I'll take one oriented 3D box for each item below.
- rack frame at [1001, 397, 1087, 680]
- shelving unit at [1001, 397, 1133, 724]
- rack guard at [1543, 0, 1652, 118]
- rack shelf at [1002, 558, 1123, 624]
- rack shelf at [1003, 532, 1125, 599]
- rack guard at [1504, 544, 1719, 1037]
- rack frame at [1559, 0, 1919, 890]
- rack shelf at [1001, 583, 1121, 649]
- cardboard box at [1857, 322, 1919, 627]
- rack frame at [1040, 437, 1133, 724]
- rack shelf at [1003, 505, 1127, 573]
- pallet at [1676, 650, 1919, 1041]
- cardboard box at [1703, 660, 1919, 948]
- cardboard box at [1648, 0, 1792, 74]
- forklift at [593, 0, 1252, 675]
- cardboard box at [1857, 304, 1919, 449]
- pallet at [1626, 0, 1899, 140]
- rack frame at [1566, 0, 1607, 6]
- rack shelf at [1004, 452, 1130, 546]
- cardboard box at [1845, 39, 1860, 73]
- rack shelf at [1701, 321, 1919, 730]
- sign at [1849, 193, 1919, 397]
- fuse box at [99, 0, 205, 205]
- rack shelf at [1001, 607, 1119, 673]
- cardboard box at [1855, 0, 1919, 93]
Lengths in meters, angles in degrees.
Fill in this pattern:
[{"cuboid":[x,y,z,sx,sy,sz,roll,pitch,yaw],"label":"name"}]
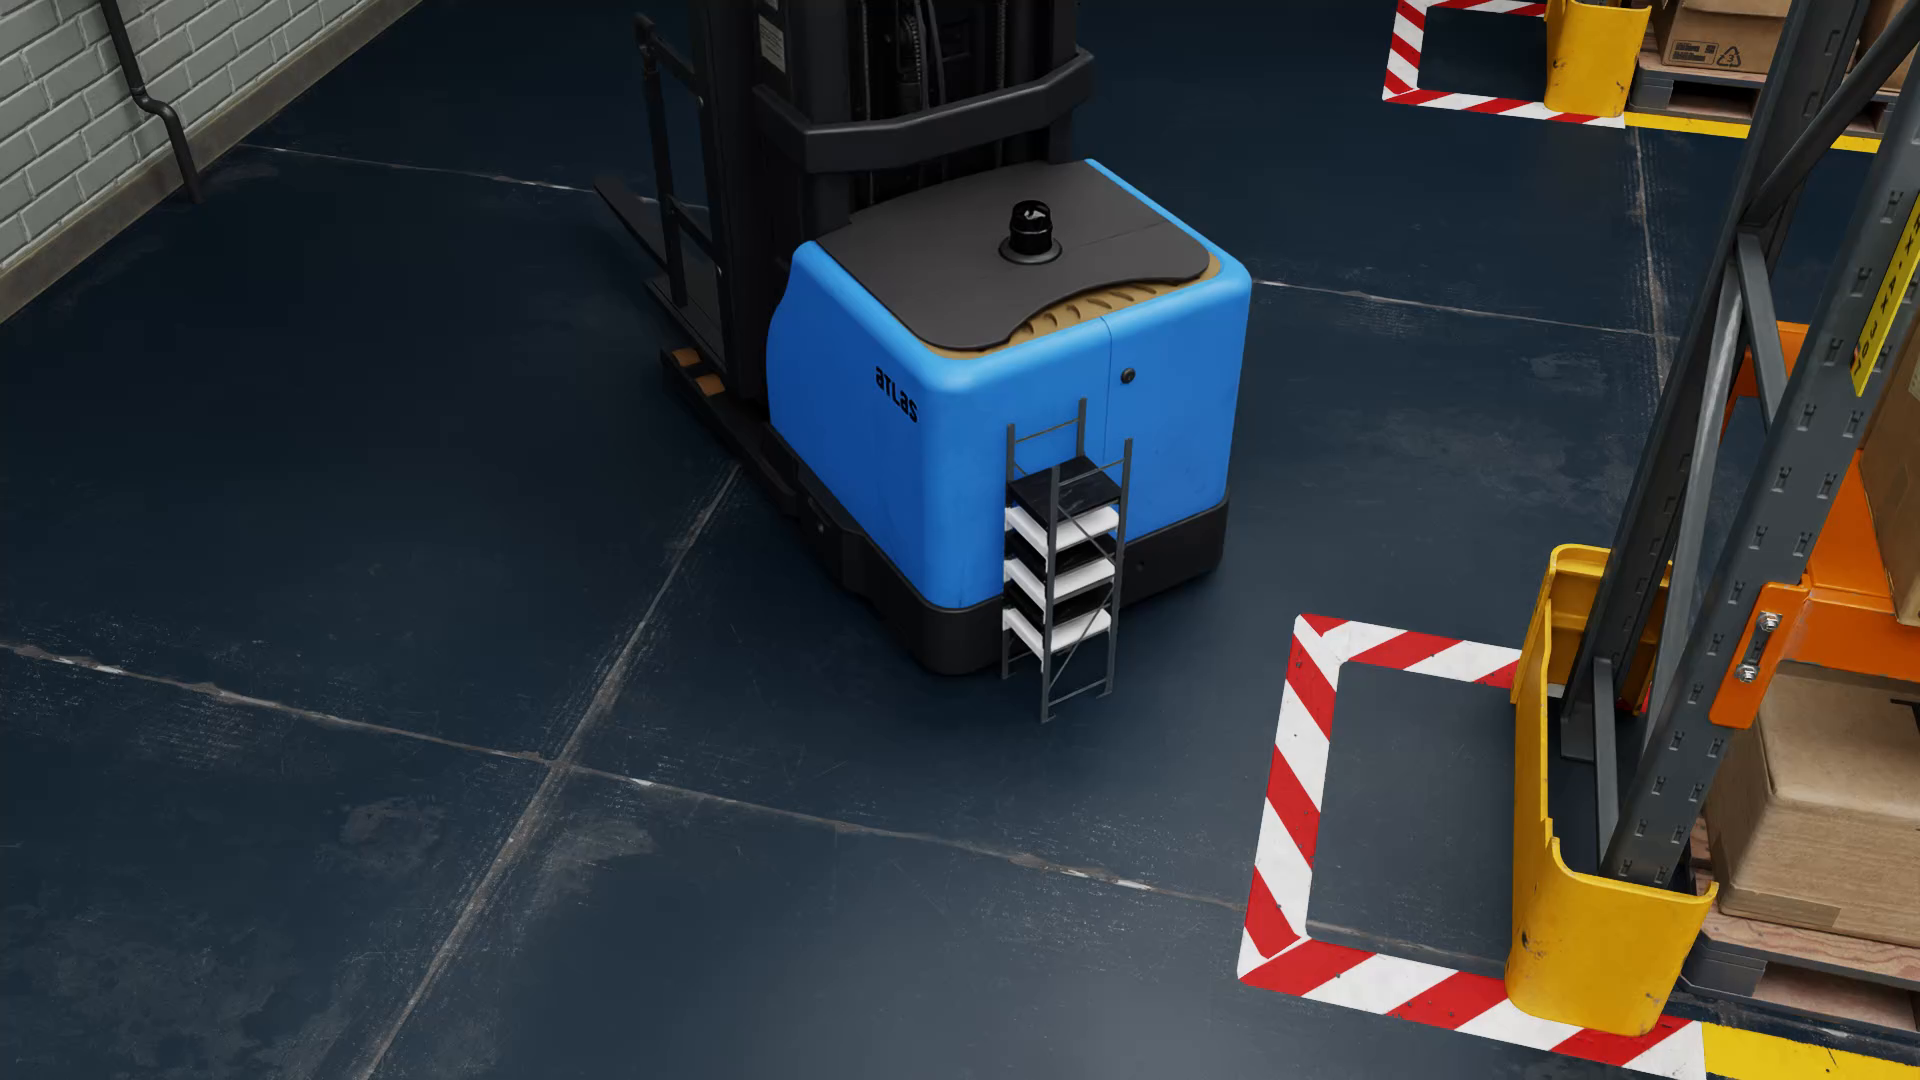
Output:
[{"cuboid":[0.223,0.016,4.531,0.240,0.900,0.006,-21,44,-23],"label":"rack frame"},{"cuboid":[0.275,0.072,4.464,0.258,0.900,0.210,-21,44,-23],"label":"shelving unit"},{"cuboid":[2.980,-2.484,7.819,0.348,0.500,1.175,10,41,11],"label":"rack guard"},{"cuboid":[0.275,0.098,4.486,0.258,0.077,0.200,-21,44,-23],"label":"rack shelf"},{"cuboid":[0.275,0.029,4.428,0.258,0.077,0.200,-21,44,-23],"label":"rack shelf"},{"cuboid":[1.604,0.584,4.166,0.348,0.500,1.175,10,41,11],"label":"rack guard"},{"cuboid":[1.628,-0.369,3.357,0.127,3.000,1.000,10,41,11],"label":"rack frame"},{"cuboid":[0.275,0.167,4.544,0.258,0.077,0.200,-21,44,-23],"label":"rack shelf"},{"cuboid":[2.017,-0.149,3.018,0.500,0.500,0.500,9,41,11],"label":"cardboard box"},{"cuboid":[0.328,0.128,4.398,0.240,0.900,0.006,-21,44,-23],"label":"rack frame"},{"cuboid":[0.275,-0.040,4.370,0.258,0.077,0.200,-21,44,-23],"label":"rack shelf"},{"cuboid":[2.420,0.783,4.154,1.213,0.211,1.003,10,41,11],"label":"pallet"},{"cuboid":[2.291,0.499,3.989,0.875,0.438,0.875,8,41,10],"label":"cardboard box"},{"cuboid":[3.473,-2.498,7.506,0.637,0.503,0.797,8,41,10],"label":"cardboard box"},{"cuboid":[-0.390,-1.669,4.958,1.130,2.935,3.031,-21,44,-23],"label":"forklift"},{"cuboid":[2.162,-0.492,3.425,0.500,0.500,0.500,10,41,12],"label":"cardboard box"},{"cuboid":[3.751,-2.241,7.754,1.213,0.211,1.003,10,41,11],"label":"pallet"},{"cuboid":[2.907,-3.453,7.030,0.127,3.000,1.000,10,41,11],"label":"rack frame"},{"cuboid":[0.275,-0.109,4.312,0.258,0.077,0.200,-21,44,-23],"label":"rack shelf"},{"cuboid":[3.874,-2.267,7.507,0.250,0.149,0.380,8,41,10],"label":"cardboard box"},{"cuboid":[3.560,0.239,3.193,4.000,0.370,1.077,10,41,11],"label":"rack shelf"},{"cuboid":[1.478,-0.387,2.644,0.005,0.325,0.100,10,41,11],"label":"sign"},{"cuboid":[-3.142,-2.079,6.395,0.414,1.711,0.539,10,41,11],"label":"fuse box"},{"cuboid":[0.275,0.236,4.601,0.258,0.077,0.200,-21,44,-23],"label":"rack shelf"},{"cuboid":[4.289,-2.330,7.309,0.500,0.500,0.700,11,41,13],"label":"cardboard box"}]
